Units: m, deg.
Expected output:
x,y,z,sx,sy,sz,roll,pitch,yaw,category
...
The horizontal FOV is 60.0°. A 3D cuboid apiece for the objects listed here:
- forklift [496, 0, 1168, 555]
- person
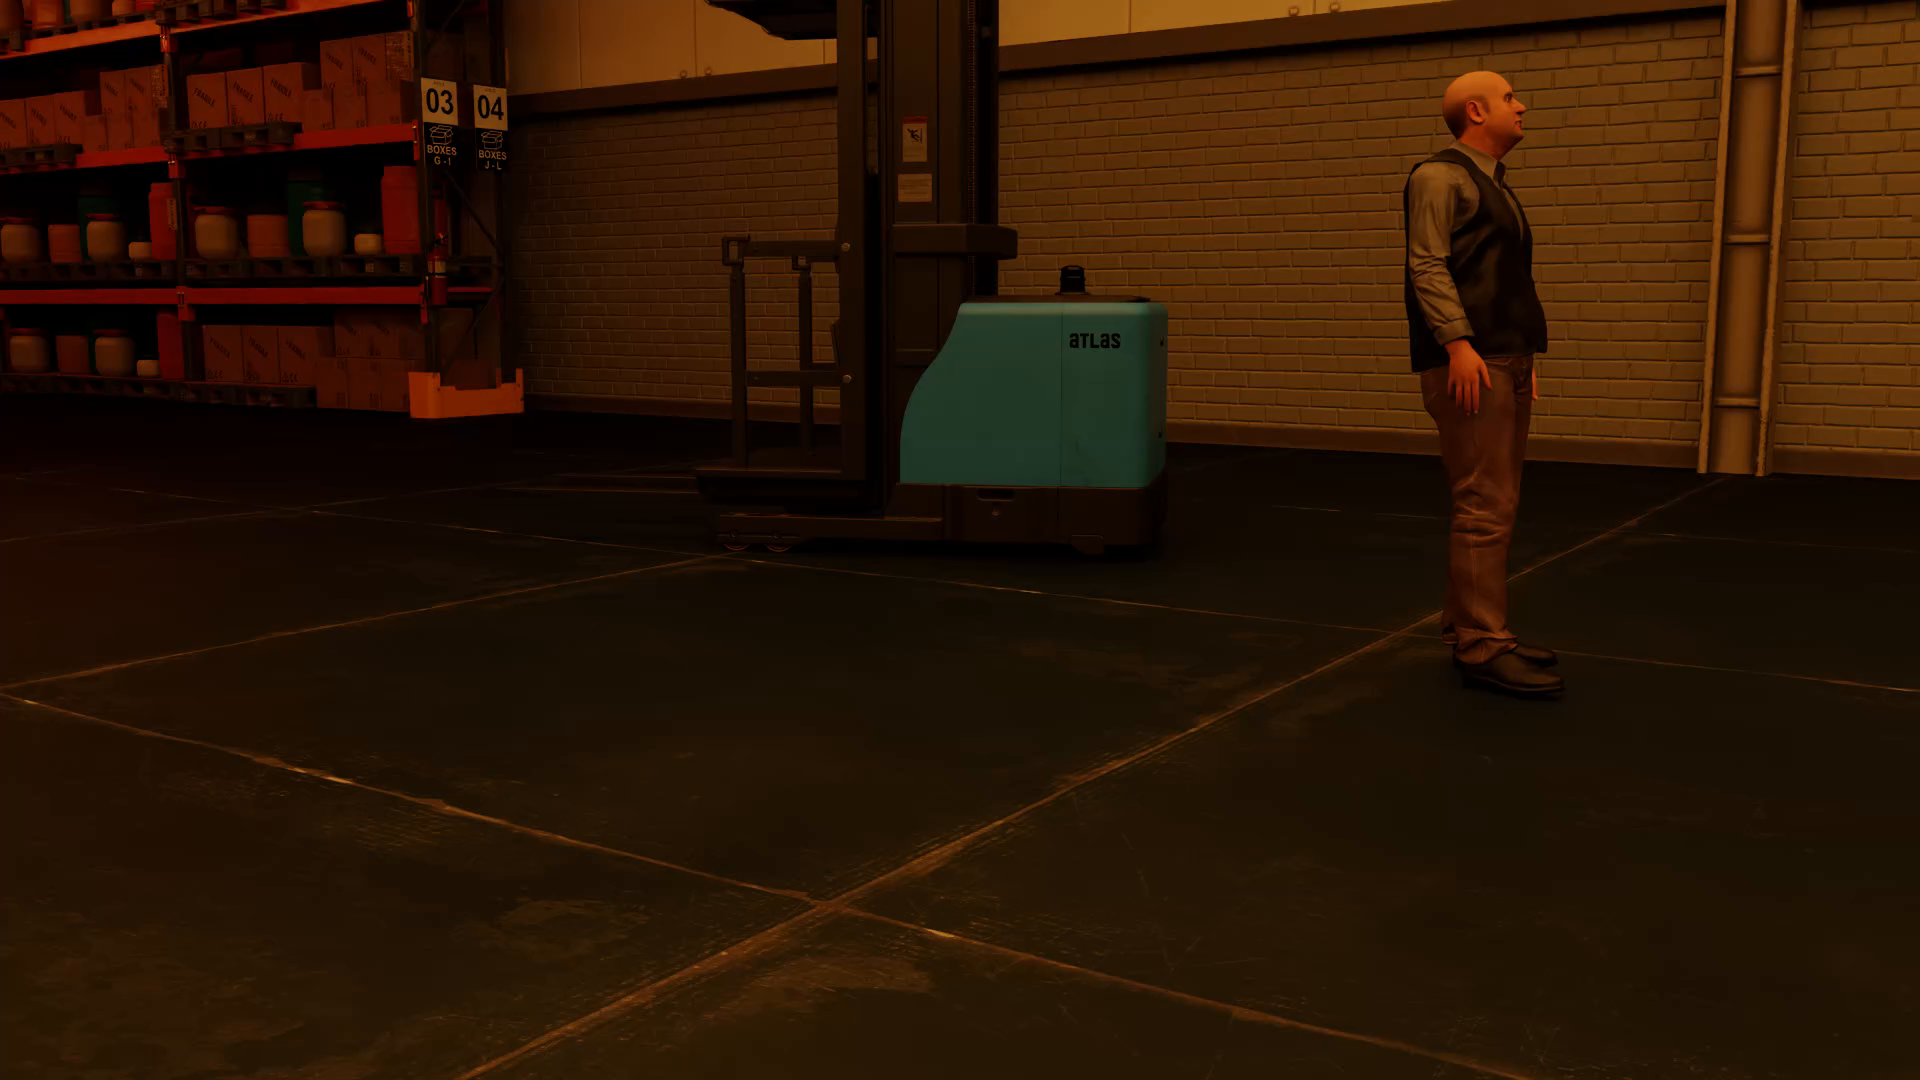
x,y,z,sx,sy,sz,roll,pitch,yaw,category
-0.596,-1.469,7.520,3.031,2.935,1.130,2,8,12,forklift
1.561,-0.475,4.779,0.569,1.720,0.632,6,10,35,person
